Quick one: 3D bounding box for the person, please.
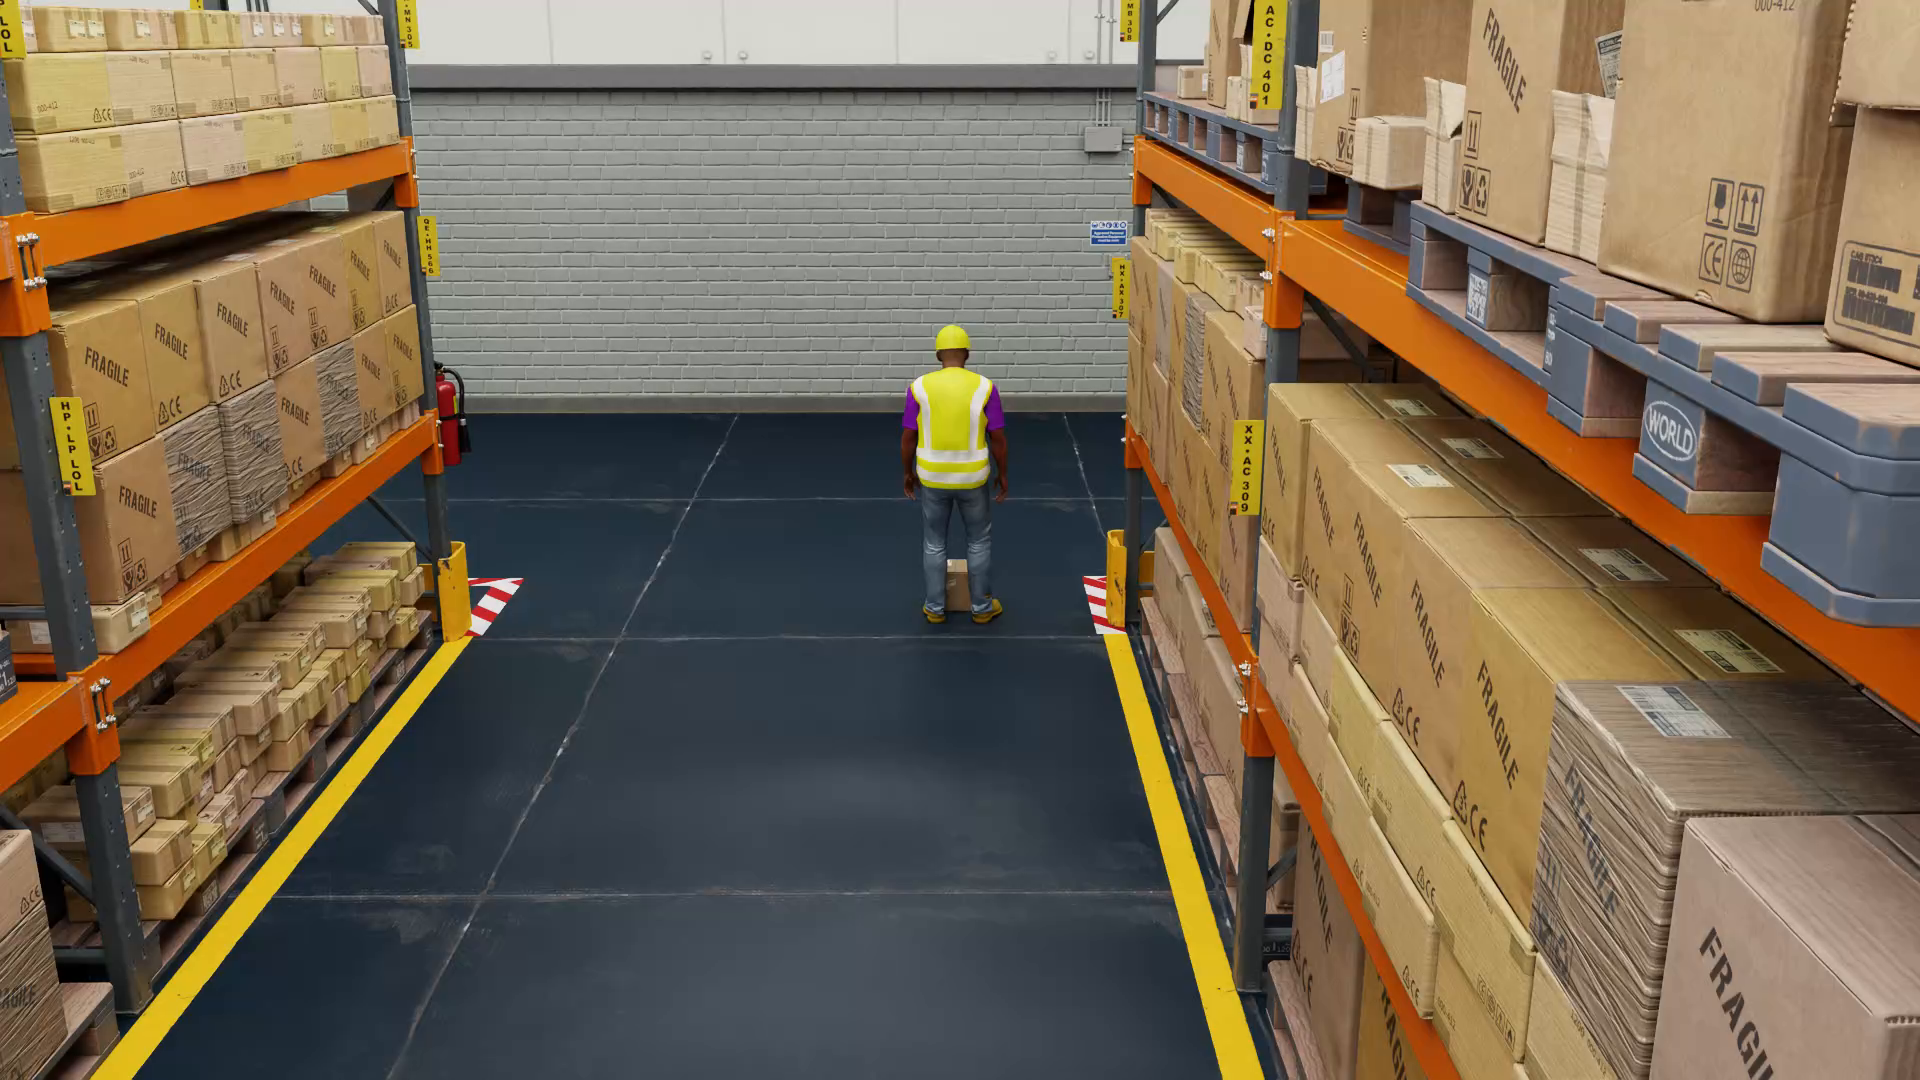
[{"bbox_3d":[-0.028,-0.378,9.749,0.628,1.761,0.457,2,17,5],"label":"person"}]
